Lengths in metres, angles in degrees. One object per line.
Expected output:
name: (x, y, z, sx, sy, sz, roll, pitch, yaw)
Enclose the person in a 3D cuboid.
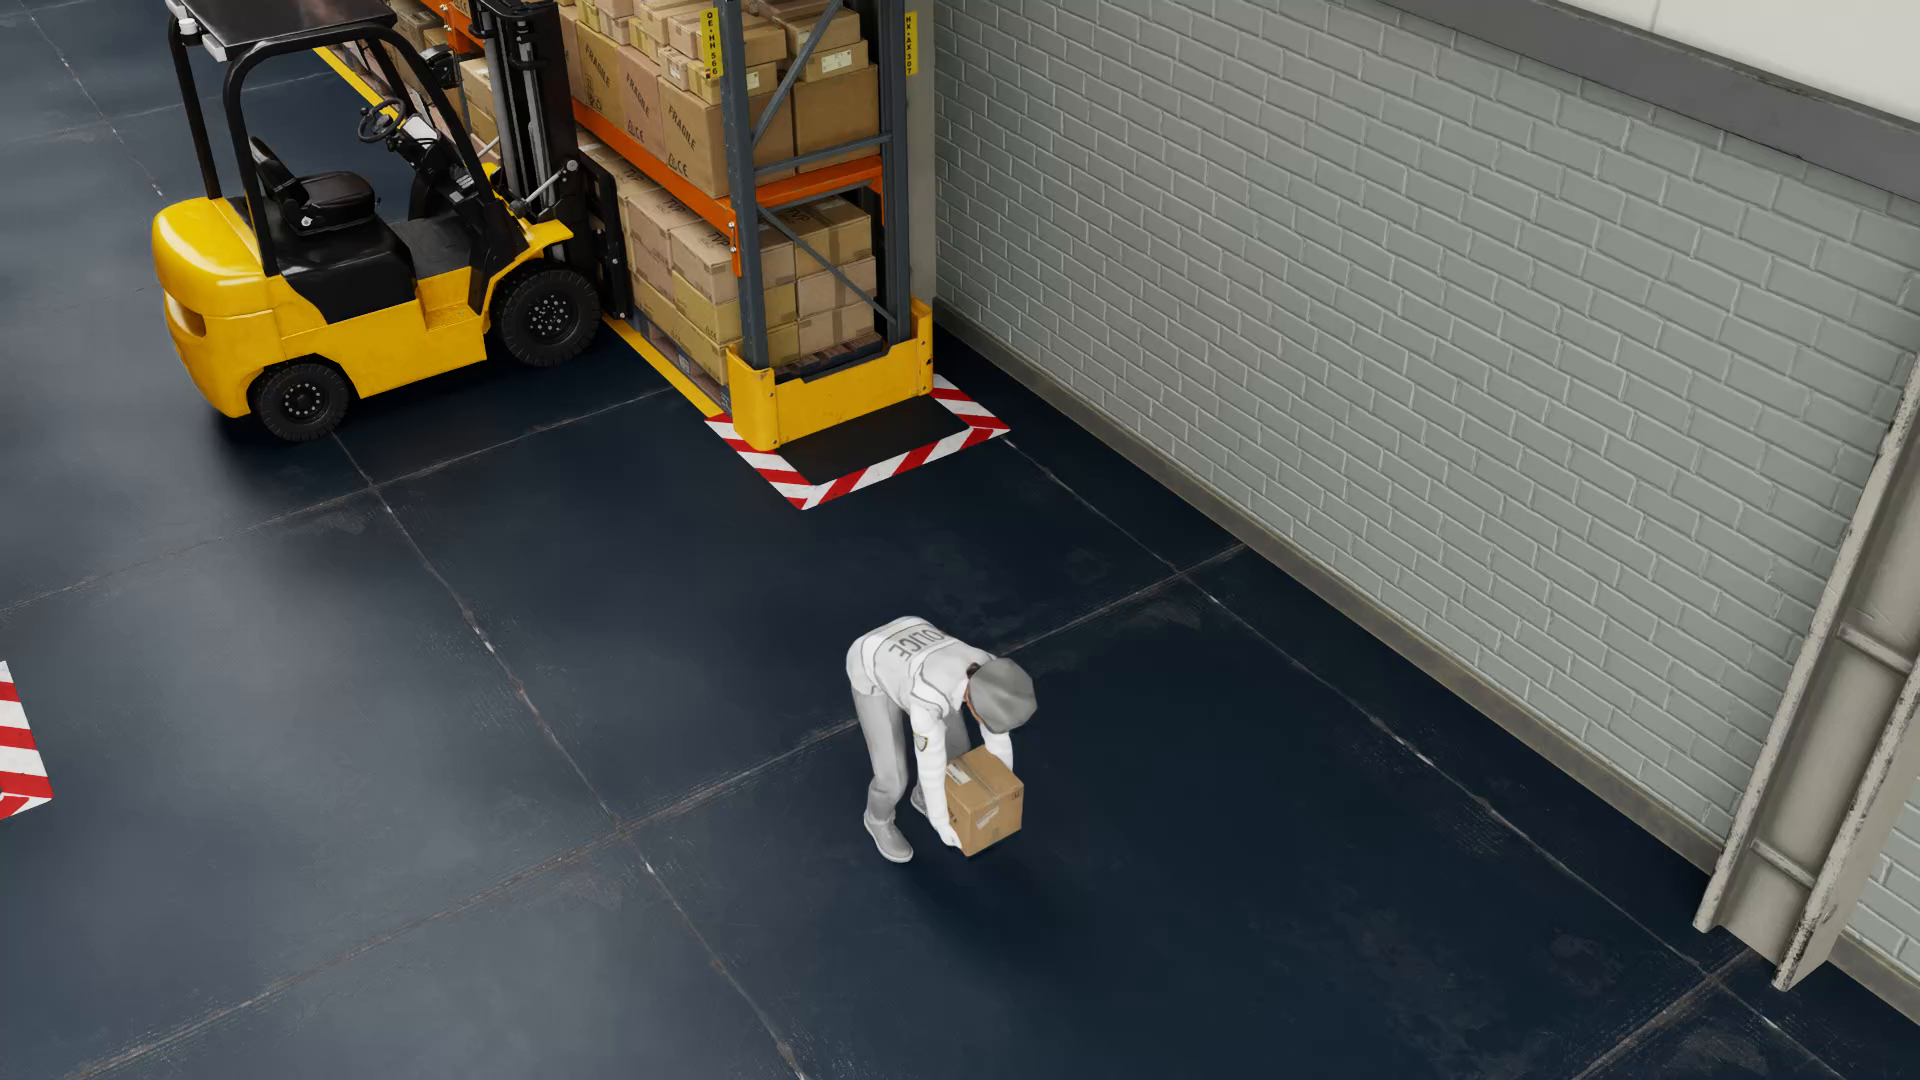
person: (-0.070, 0.794, 6.312, 0.429, 1.213, 0.904, -24, 43, -29)
